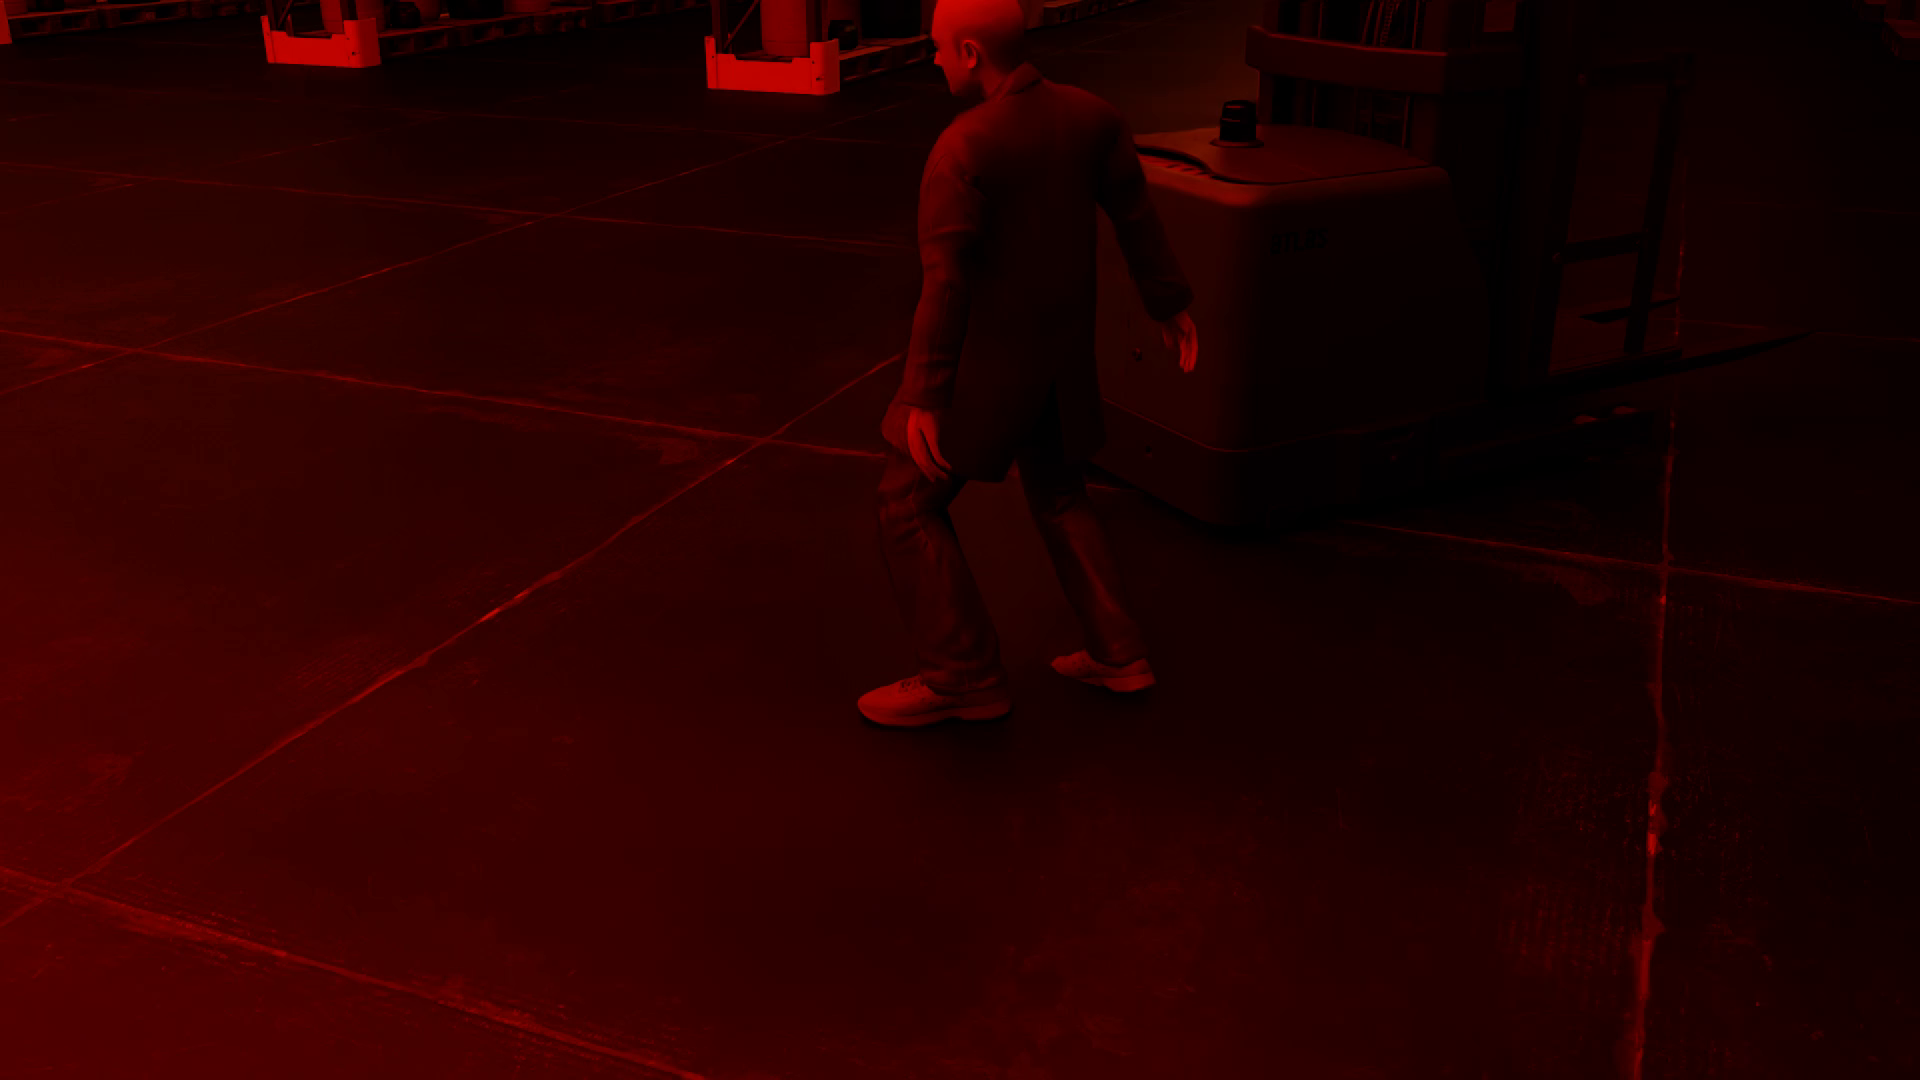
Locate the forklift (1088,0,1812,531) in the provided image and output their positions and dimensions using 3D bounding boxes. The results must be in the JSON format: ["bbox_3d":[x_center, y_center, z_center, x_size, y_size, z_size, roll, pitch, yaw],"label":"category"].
[{"bbox_3d":[1.830,-1.778,5.546,3.031,2.935,1.130,-12,26,-27],"label":"forklift"}]

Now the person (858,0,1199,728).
[{"bbox_3d":[0.185,-0.403,3.918,0.935,1.756,0.571,-17,28,-34],"label":"person"}]
